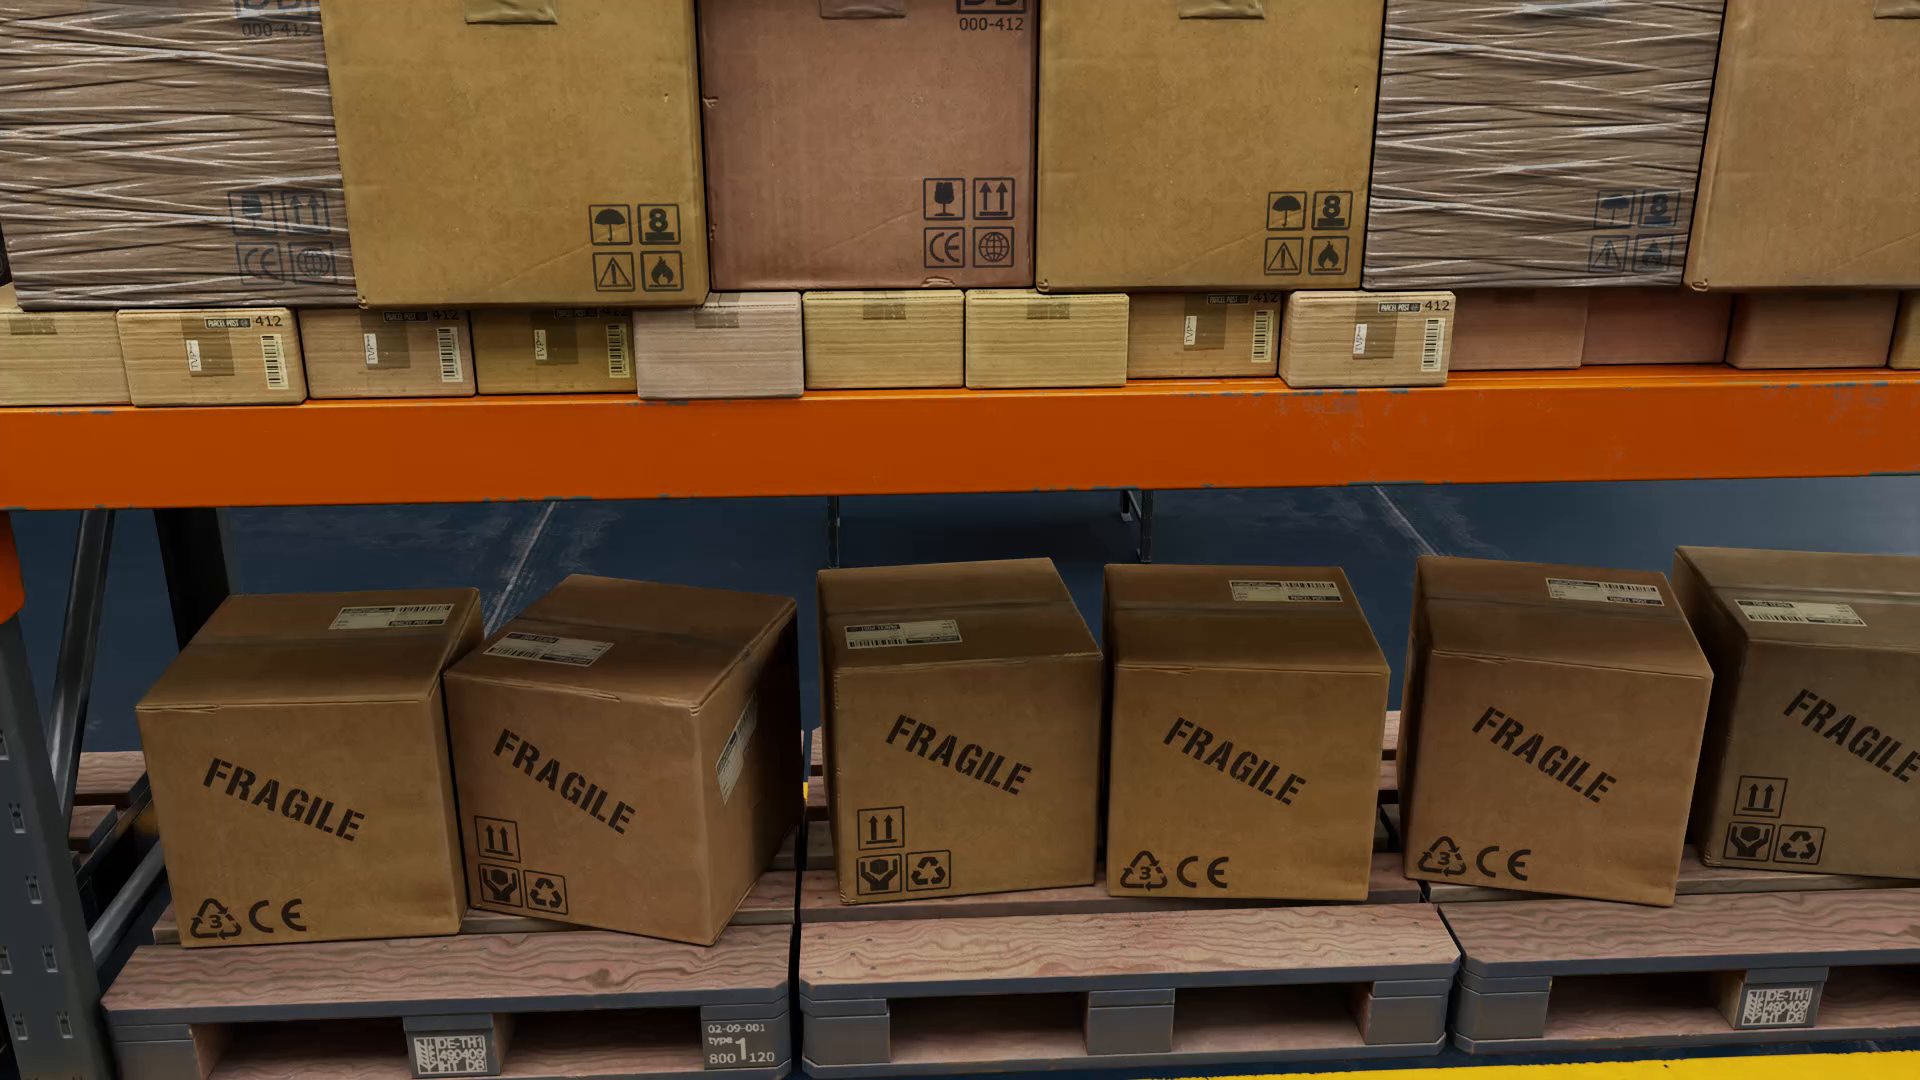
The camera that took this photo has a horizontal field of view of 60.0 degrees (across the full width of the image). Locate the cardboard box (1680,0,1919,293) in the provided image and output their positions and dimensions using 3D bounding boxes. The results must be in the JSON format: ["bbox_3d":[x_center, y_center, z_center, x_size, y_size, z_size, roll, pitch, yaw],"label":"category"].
[{"bbox_3d":[1.345,-0.767,2.862,0.500,0.500,0.875,-1,21,-3],"label":"cardboard box"}]

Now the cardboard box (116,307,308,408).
[{"bbox_3d":[-1.123,-0.335,2.638,0.250,0.149,0.380,-1,21,-3],"label":"cardboard box"}]

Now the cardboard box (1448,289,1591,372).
[{"bbox_3d":[0.869,-0.408,2.830,0.250,0.149,0.380,-1,21,-3],"label":"cardboard box"}]

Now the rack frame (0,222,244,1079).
[{"bbox_3d":[-1.605,-0.554,2.862,0.127,3.000,1.000,-1,21,-3],"label":"rack frame"}]

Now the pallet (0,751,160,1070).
[{"bbox_3d":[-2.382,0.765,3.315,1.213,0.211,1.003,-1,21,-3],"label":"pallet"}]

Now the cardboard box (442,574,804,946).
[{"bbox_3d":[-0.632,0.409,3.253,0.500,0.500,0.500,5,22,14],"label":"cardboard box"}]

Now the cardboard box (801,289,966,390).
[{"bbox_3d":[-0.127,-0.369,2.727,0.250,0.149,0.380,-1,21,-3],"label":"cardboard box"}]

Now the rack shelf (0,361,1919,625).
[{"bbox_3d":[0.392,-0.259,3.096,4.000,0.370,1.077,-1,21,-3],"label":"rack shelf"}]

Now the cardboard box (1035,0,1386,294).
[{"bbox_3d":[0.344,-0.766,2.860,0.500,0.500,0.875,-1,21,-3],"label":"cardboard box"}]

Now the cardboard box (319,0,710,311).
[{"bbox_3d":[-0.651,-0.725,2.751,0.500,0.500,0.875,-1,21,-3],"label":"cardboard box"}]

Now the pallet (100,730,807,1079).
[{"bbox_3d":[-0.937,0.723,3.427,1.213,0.211,1.003,-1,21,-3],"label":"pallet"}]

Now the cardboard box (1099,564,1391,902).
[{"bbox_3d":[0.543,0.373,3.348,0.500,0.500,0.500,1,21,2],"label":"cardboard box"}]

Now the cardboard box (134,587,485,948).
[{"bbox_3d":[-1.204,0.424,3.216,0.500,0.500,0.500,-2,21,-5],"label":"cardboard box"}]

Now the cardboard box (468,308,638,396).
[{"bbox_3d":[-0.626,-0.358,2.700,0.250,0.149,0.380,-1,21,-3],"label":"cardboard box"}]

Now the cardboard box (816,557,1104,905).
[{"bbox_3d":[-0.017,0.369,3.360,0.500,0.500,0.500,-3,21,-8],"label":"cardboard box"}]

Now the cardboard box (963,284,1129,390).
[{"bbox_3d":[0.123,-0.370,2.730,0.250,0.149,0.380,-1,21,-3],"label":"cardboard box"}]

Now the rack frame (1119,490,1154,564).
[{"bbox_3d":[0.593,-0.713,5.386,0.032,1.500,0.500,-1,21,-3],"label":"rack frame"}]

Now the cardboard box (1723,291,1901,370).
[{"bbox_3d":[1.369,-0.411,2.839,0.250,0.149,0.380,-1,21,-3],"label":"cardboard box"}]

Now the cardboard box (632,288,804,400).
[{"bbox_3d":[-0.374,-0.349,2.675,0.250,0.149,0.380,-1,21,-3],"label":"cardboard box"}]

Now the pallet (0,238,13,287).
[{"bbox_3d":[-2.376,-0.501,2.991,1.213,0.211,1.003,-1,21,-3],"label":"pallet"}]

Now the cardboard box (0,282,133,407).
[{"bbox_3d":[-1.373,-0.335,2.637,0.250,0.149,0.380,-1,21,-3],"label":"cardboard box"}]

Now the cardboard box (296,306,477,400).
[{"bbox_3d":[-0.875,-0.350,2.678,0.250,0.149,0.380,-1,21,-3],"label":"cardboard box"}]

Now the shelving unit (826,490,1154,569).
[{"bbox_3d":[0.085,-0.703,5.359,1.048,1.500,0.538,-1,21,-3],"label":"shelving unit"}]

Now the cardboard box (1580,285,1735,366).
[{"bbox_3d":[1.117,-0.421,2.864,0.250,0.149,0.380,-1,21,-3],"label":"cardboard box"}]

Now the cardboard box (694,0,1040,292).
[{"bbox_3d":[-0.158,-0.771,2.872,0.500,0.500,0.875,-1,21,-3],"label":"cardboard box"}]

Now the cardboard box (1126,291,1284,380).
[{"bbox_3d":[0.370,-0.391,2.785,0.250,0.149,0.380,-1,21,-3],"label":"cardboard box"}]

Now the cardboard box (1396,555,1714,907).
[{"bbox_3d":[1.169,0.367,3.364,0.500,0.500,0.500,4,21,11],"label":"cardboard box"}]

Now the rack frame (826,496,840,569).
[{"bbox_3d":[-0.422,-0.692,5.332,0.032,1.500,0.500,-1,21,-3],"label":"rack frame"}]

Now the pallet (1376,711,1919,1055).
[{"bbox_3d":[1.499,0.673,3.557,1.213,0.211,1.003,-1,21,-3],"label":"pallet"}]

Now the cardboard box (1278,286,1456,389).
[{"bbox_3d":[0.624,-0.371,2.734,0.250,0.149,0.380,-1,21,-3],"label":"cardboard box"}]

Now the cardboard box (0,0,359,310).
[{"bbox_3d":[-1.152,-0.727,2.757,0.500,0.500,0.875,-1,21,-3],"label":"cardboard box"}]

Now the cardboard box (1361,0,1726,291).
[{"bbox_3d":[0.844,-0.772,2.876,0.500,0.500,0.875,-1,21,-3],"label":"cardboard box"}]

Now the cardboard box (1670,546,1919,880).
[{"bbox_3d":[1.764,0.343,3.427,0.500,0.500,0.500,3,21,7],"label":"cardboard box"}]

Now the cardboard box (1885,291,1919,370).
[{"bbox_3d":[1.619,-0.411,2.838,0.250,0.149,0.380,-1,21,-3],"label":"cardboard box"}]

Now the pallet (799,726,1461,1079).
[{"bbox_3d":[0.284,0.697,3.495,1.213,0.211,1.003,-1,21,-3],"label":"pallet"}]
